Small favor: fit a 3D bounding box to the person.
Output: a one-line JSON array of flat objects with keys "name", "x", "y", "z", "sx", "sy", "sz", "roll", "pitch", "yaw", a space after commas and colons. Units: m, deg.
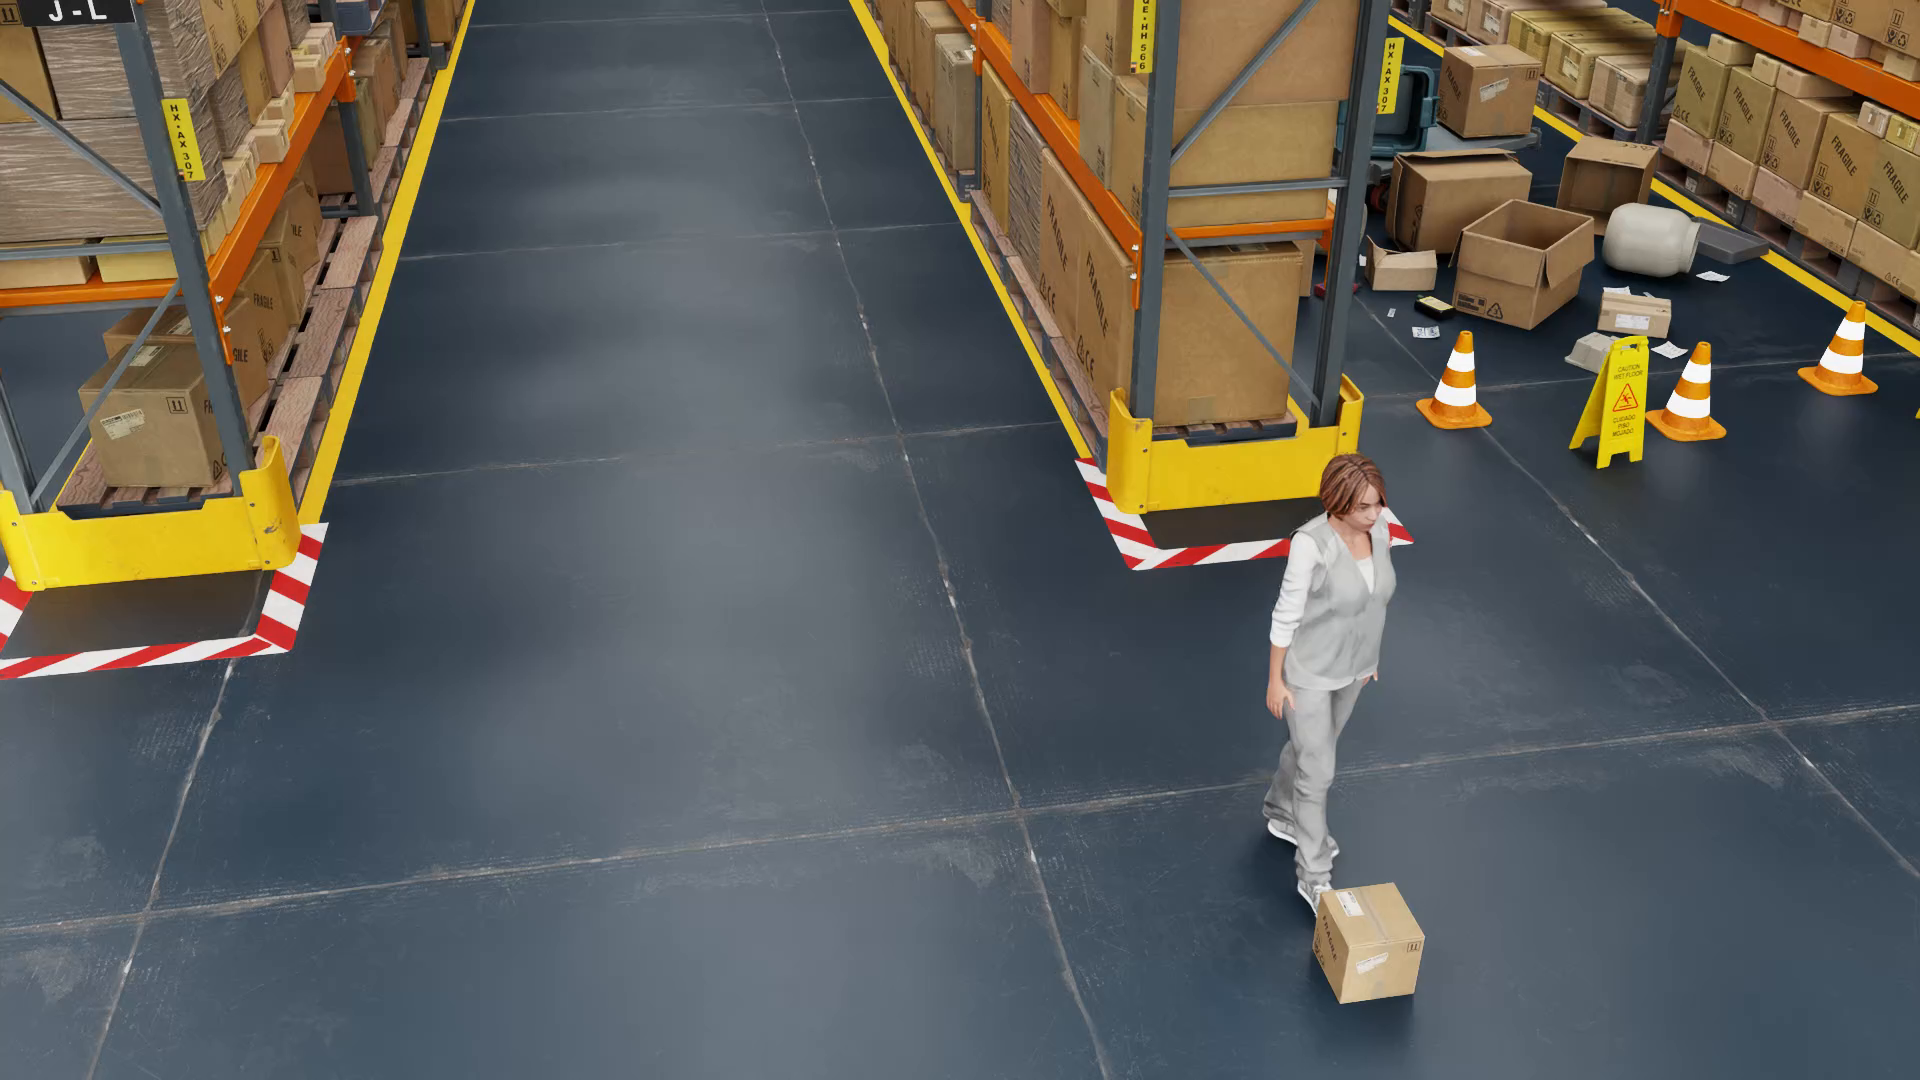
[{"name": "person", "x": 1.250, "y": 0.464, "z": 5.365, "sx": 0.438, "sy": 1.582, "sz": 0.565, "roll": -21, "pitch": 37, "yaw": -31}]
